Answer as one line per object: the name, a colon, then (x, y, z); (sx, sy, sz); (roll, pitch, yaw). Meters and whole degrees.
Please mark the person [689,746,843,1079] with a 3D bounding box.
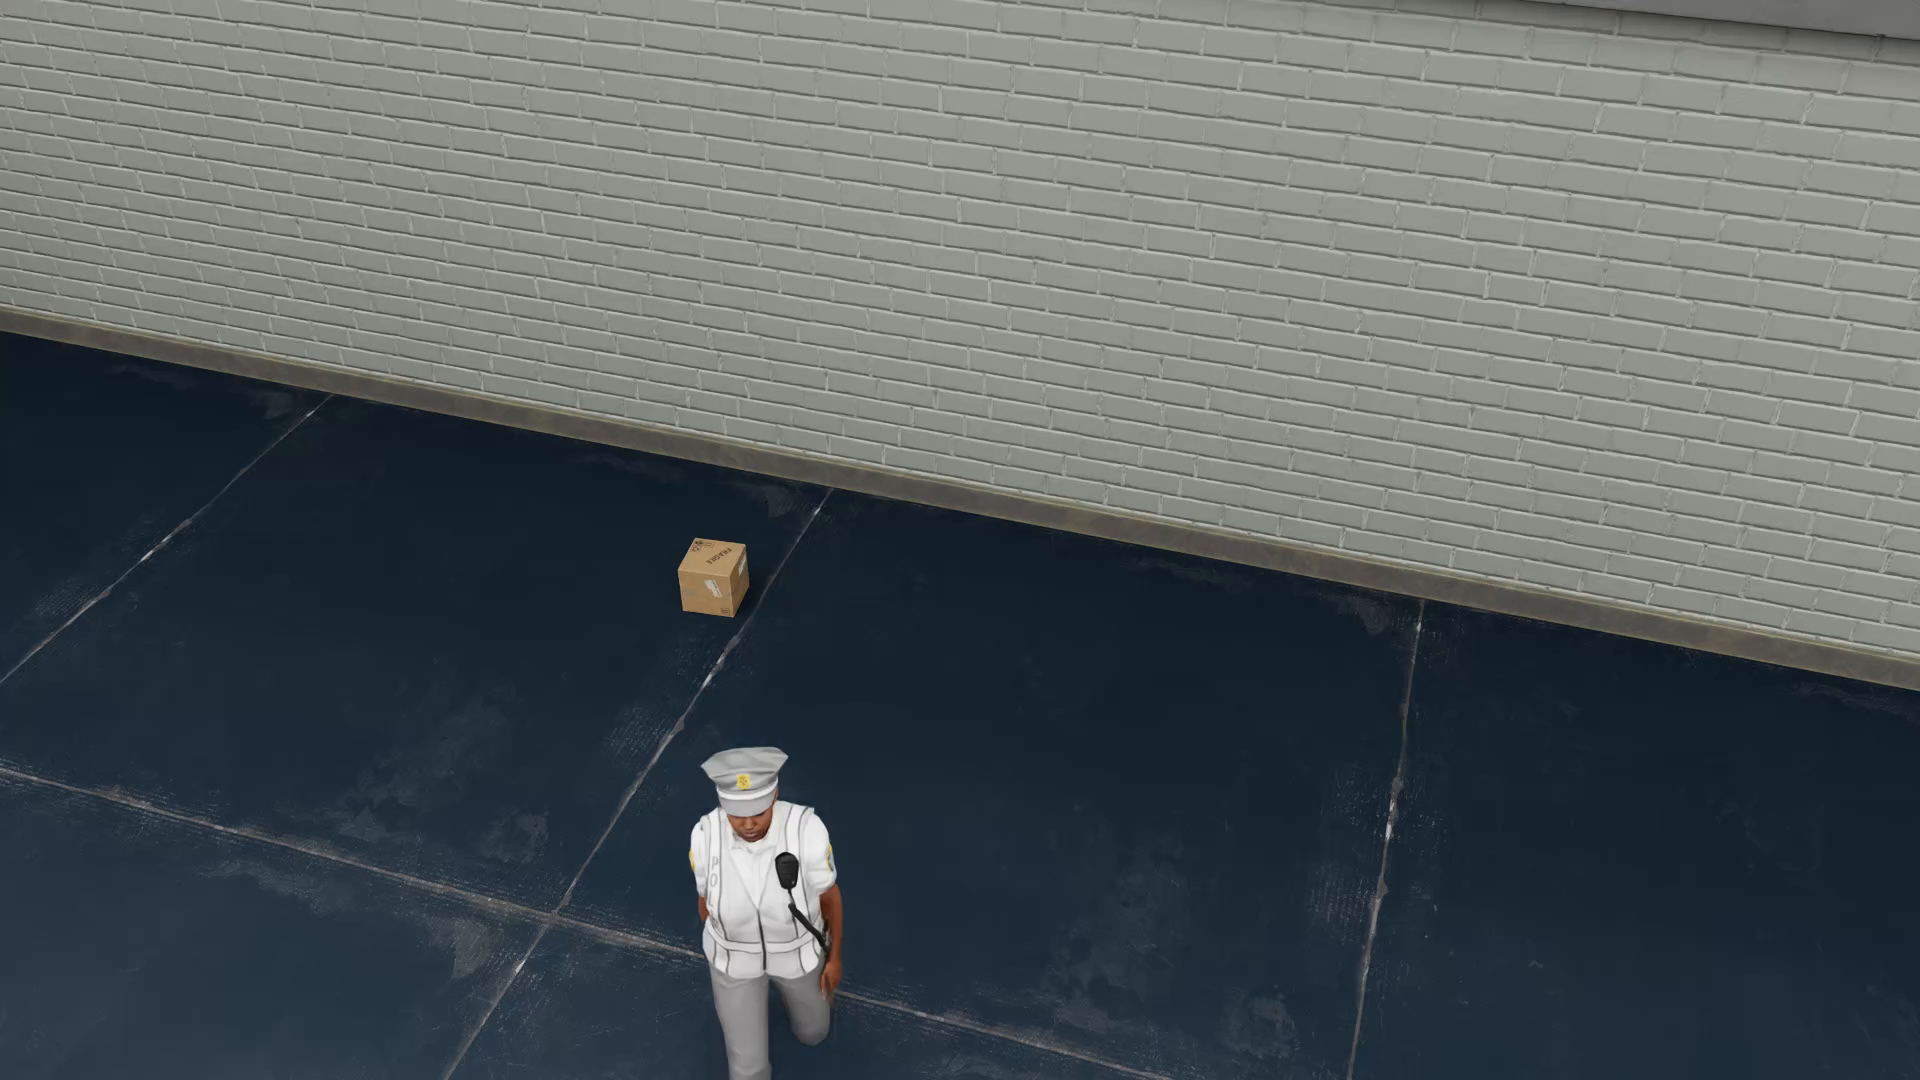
person: (-0.587, 1.242, 5.218); (0.450, 1.659, 0.790); (-2, 37, -3)
